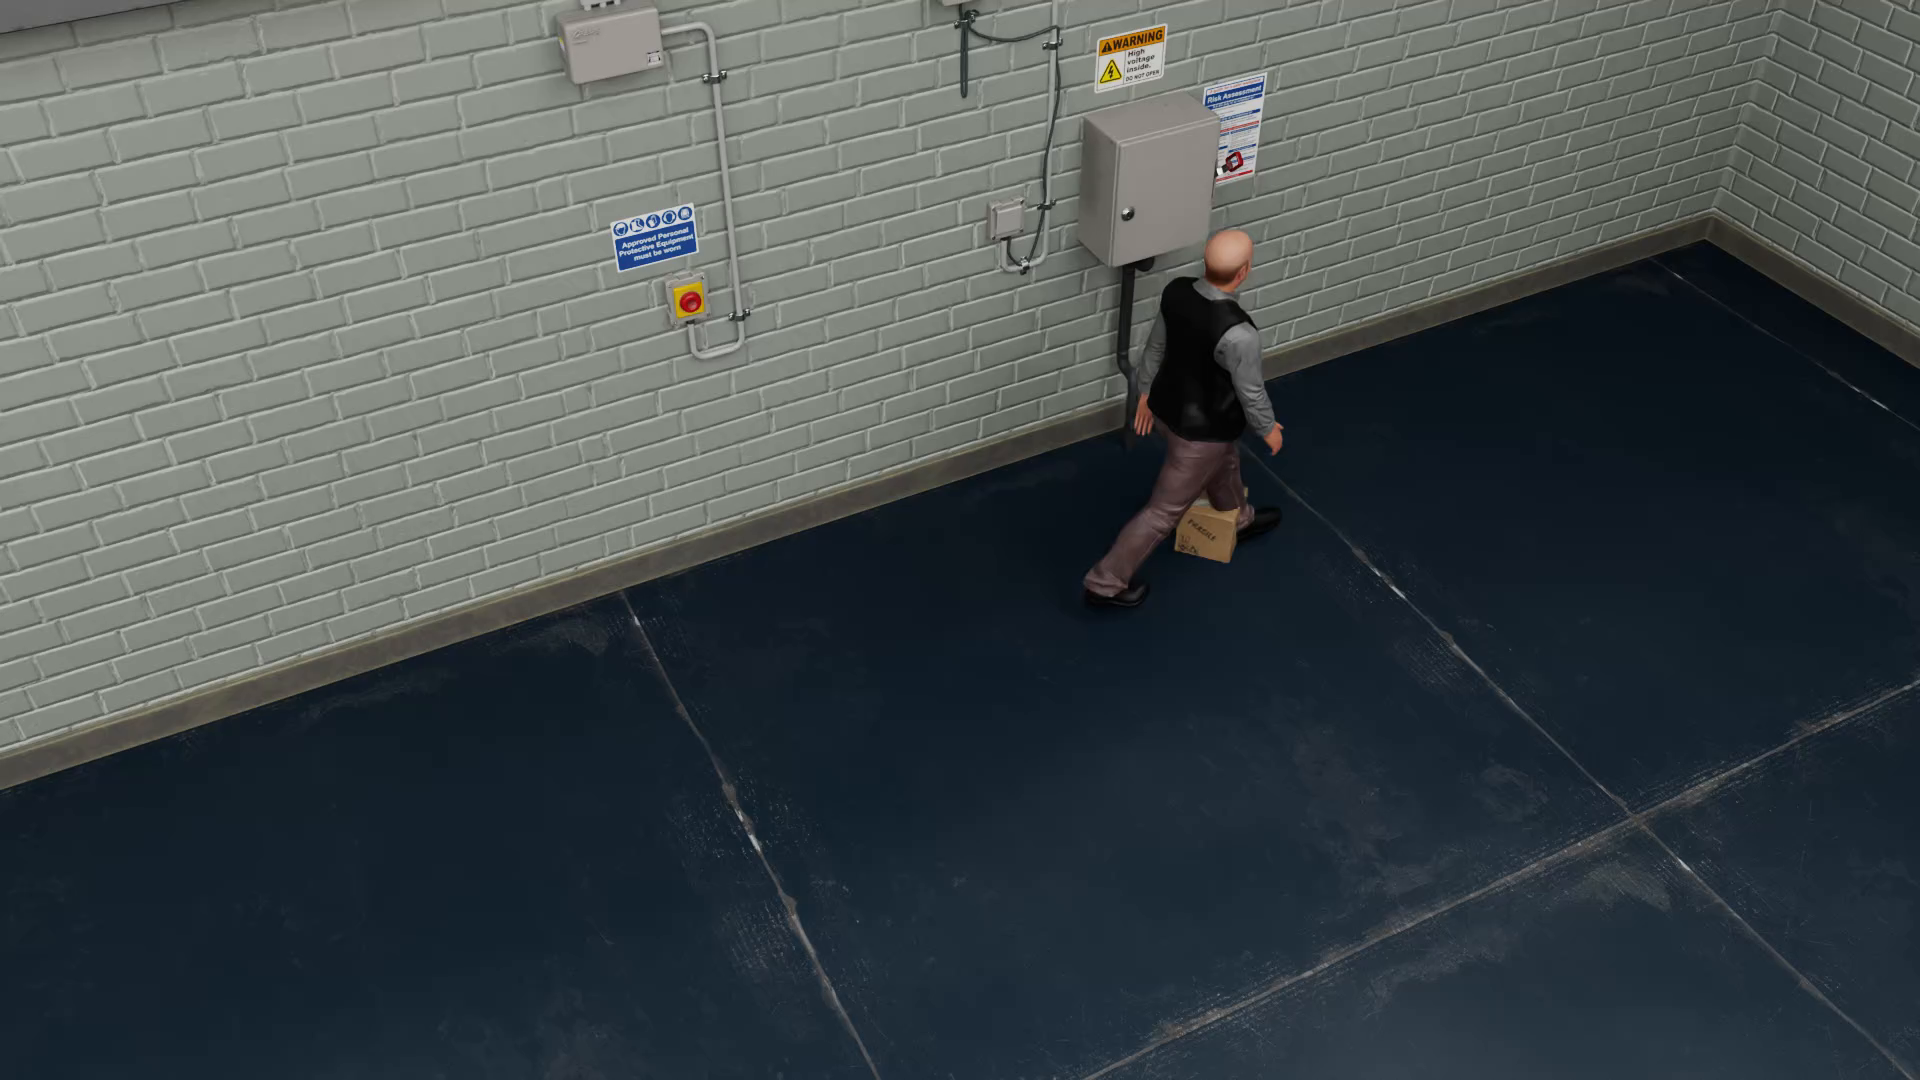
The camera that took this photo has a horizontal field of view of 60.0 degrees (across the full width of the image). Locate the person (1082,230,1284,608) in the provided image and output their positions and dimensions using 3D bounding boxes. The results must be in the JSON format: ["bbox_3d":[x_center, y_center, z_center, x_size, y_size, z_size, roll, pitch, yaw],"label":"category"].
[{"bbox_3d":[0.991,-0.505,6.763,1.096,1.665,0.549,-16,44,-18],"label":"person"}]
